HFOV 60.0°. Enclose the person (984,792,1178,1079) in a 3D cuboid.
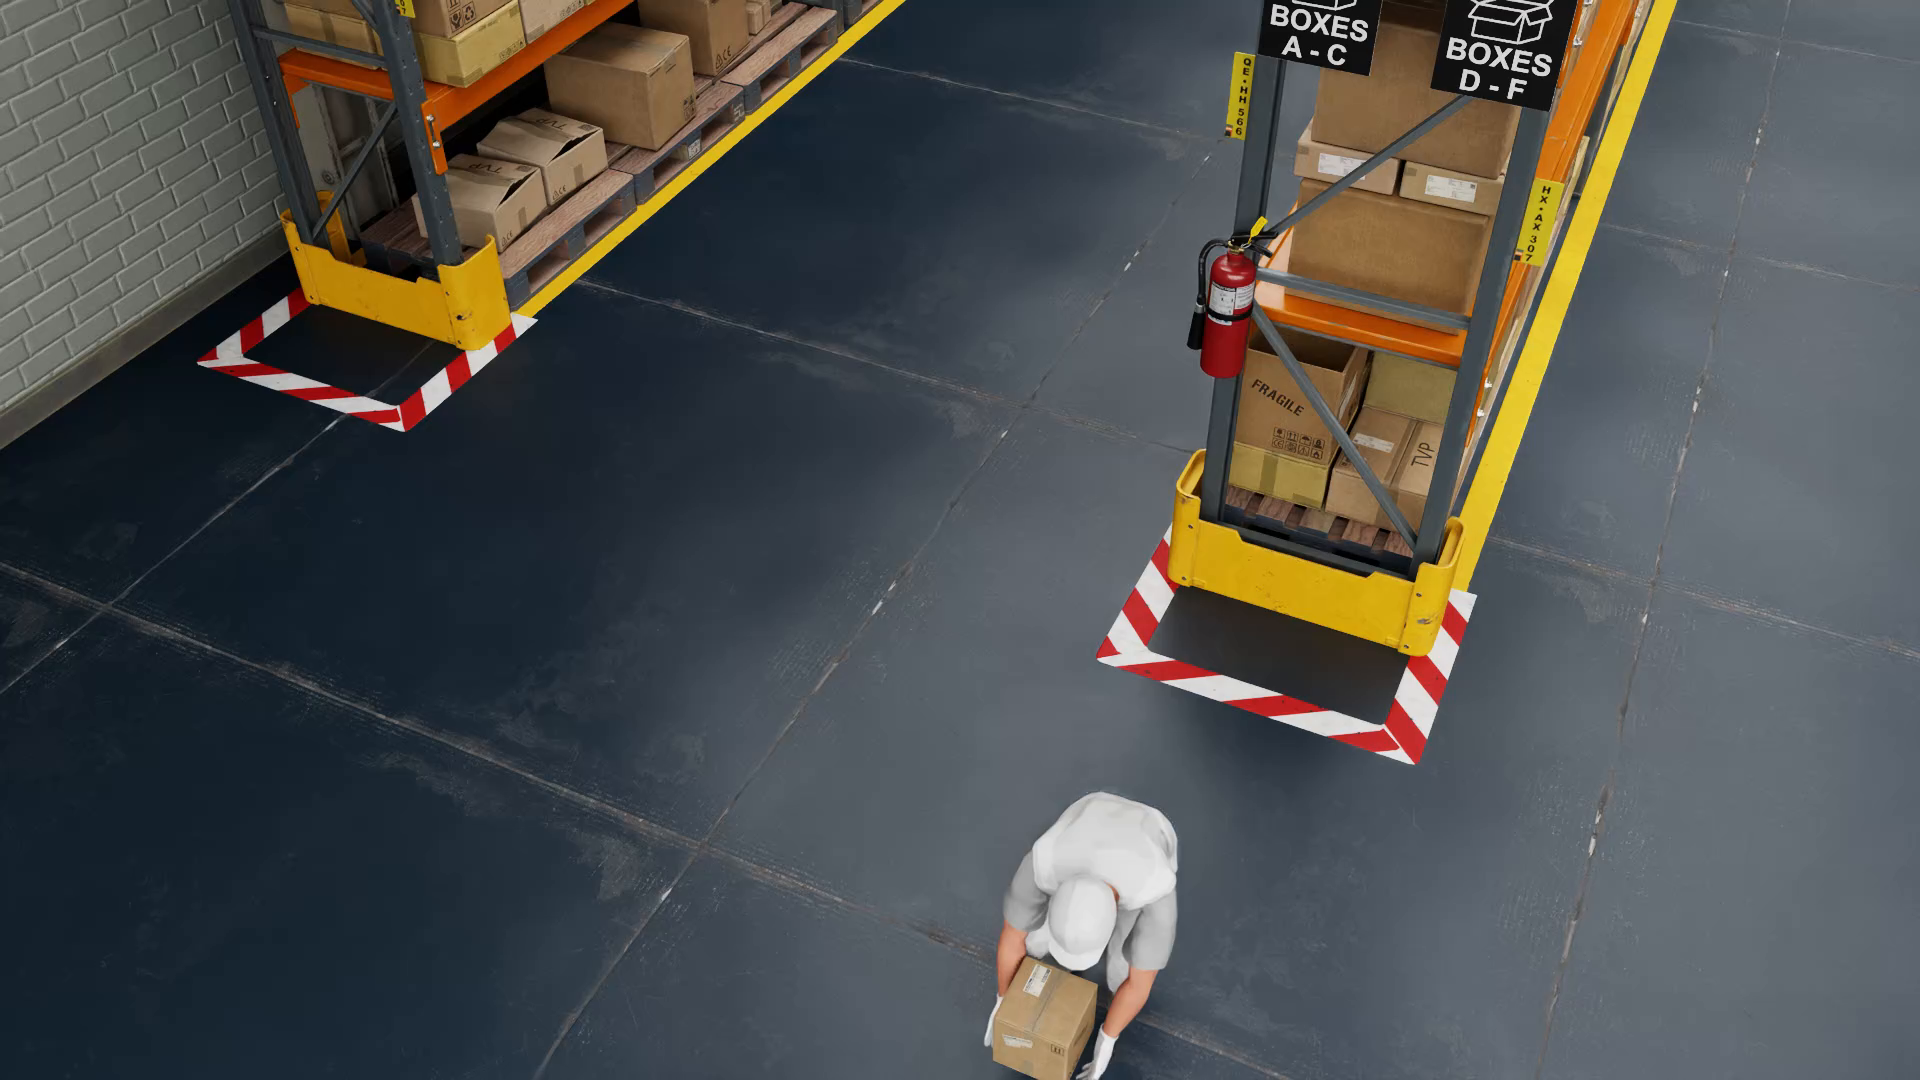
[{"bbox_3d":[0.444,1.207,5.382,0.573,0.998,0.882,17,44,18],"label":"person"}]
